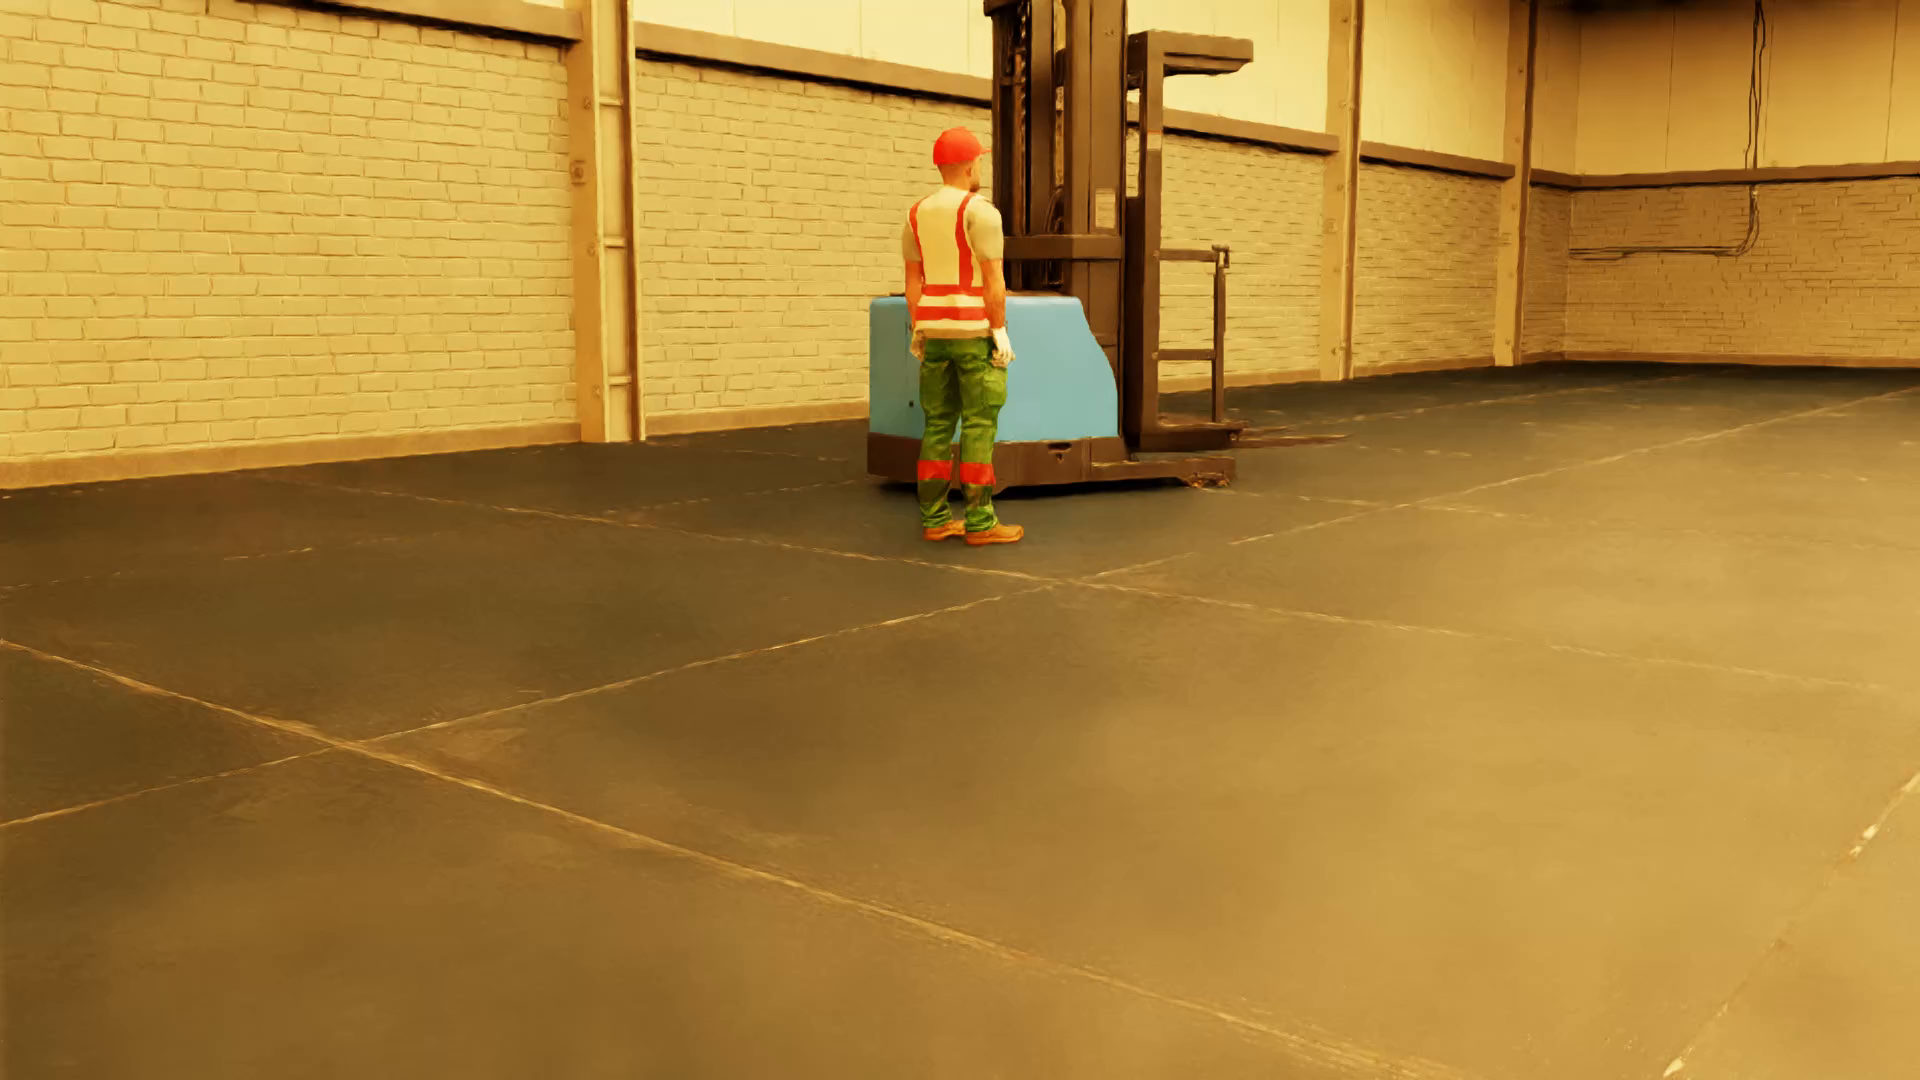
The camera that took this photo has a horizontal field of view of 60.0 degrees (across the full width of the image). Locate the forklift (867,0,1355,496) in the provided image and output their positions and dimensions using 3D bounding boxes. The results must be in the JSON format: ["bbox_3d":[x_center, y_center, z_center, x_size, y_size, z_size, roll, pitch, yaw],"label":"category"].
[{"bbox_3d":[0.998,-1.816,9.695,3.031,2.935,1.130,-5,10,-31],"label":"forklift"}]

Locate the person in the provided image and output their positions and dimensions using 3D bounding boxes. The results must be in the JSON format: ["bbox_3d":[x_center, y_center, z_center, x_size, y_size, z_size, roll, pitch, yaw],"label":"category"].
[{"bbox_3d":[0.012,-0.889,7.292,0.540,1.795,0.349,7,11,38],"label":"person"}]
